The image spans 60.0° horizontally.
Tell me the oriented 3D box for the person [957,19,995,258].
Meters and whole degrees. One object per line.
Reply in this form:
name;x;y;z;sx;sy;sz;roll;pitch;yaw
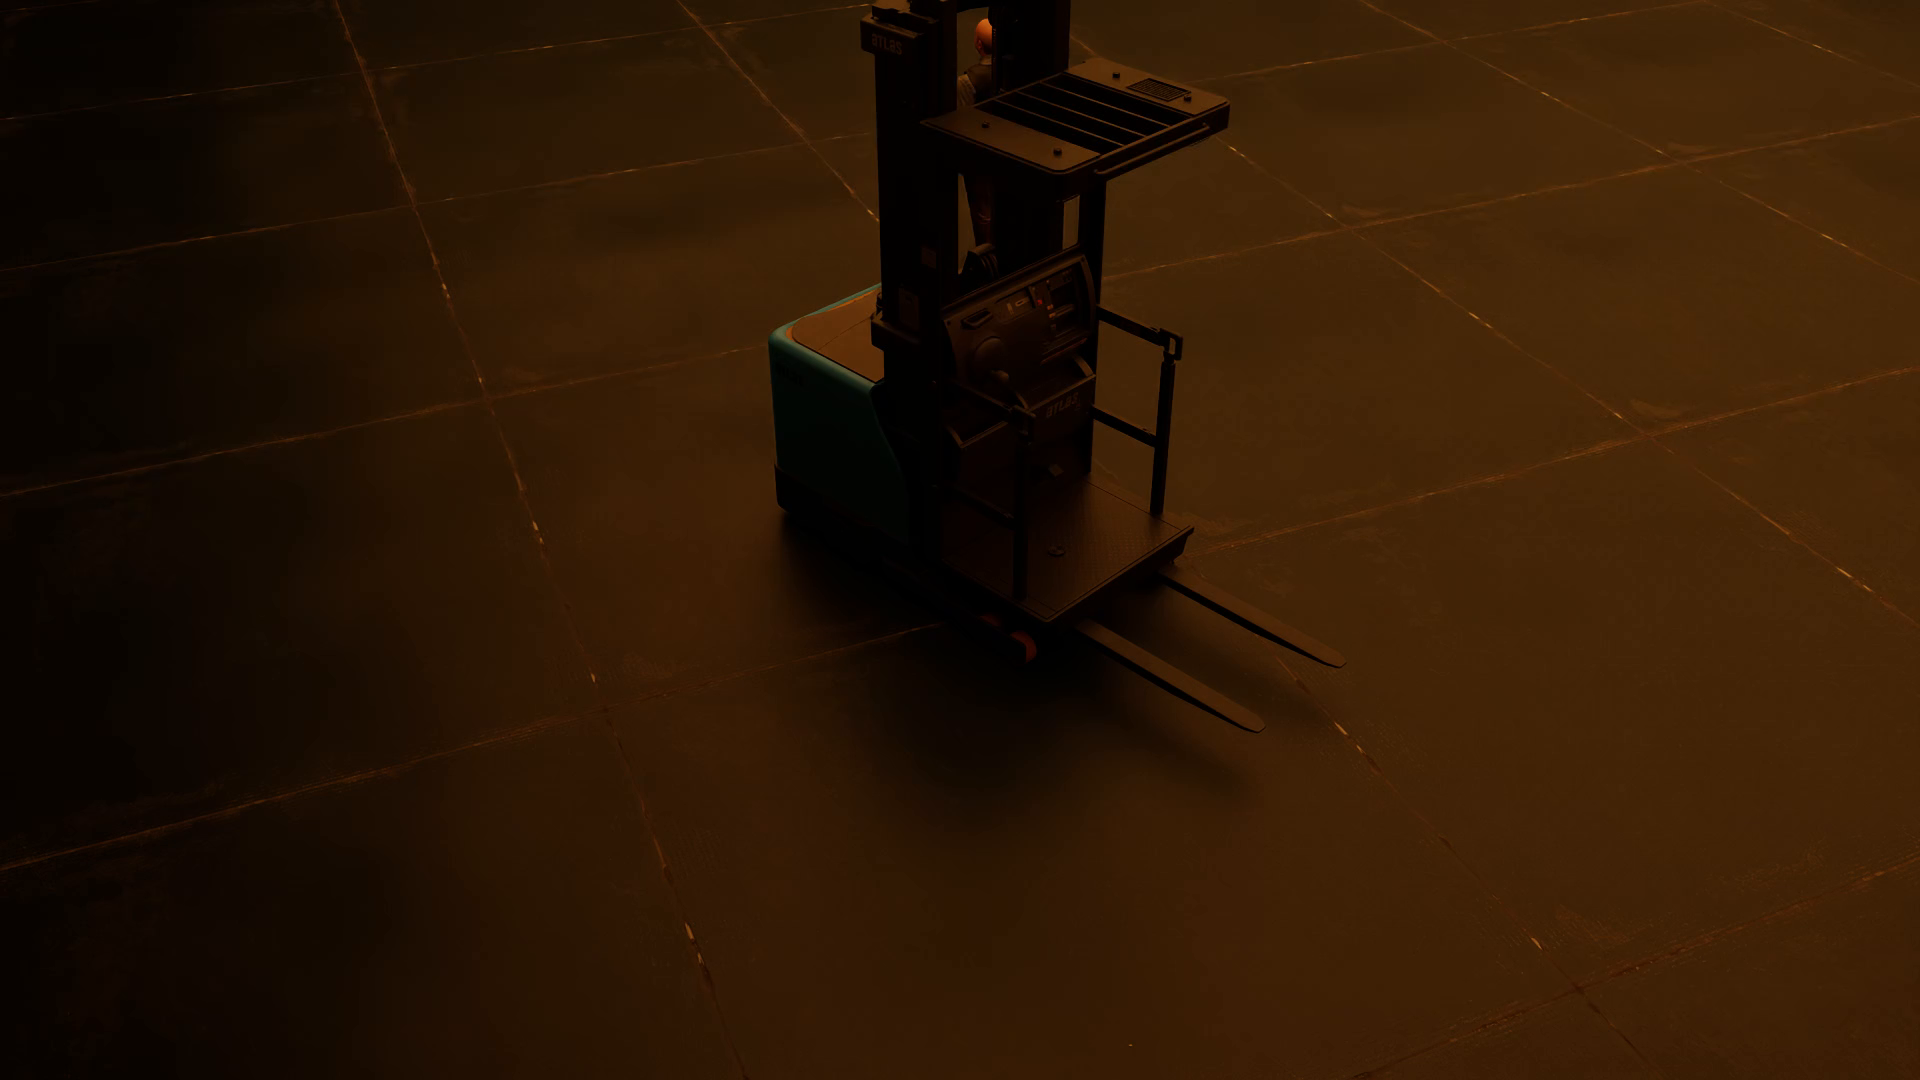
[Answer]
person;0.178;-2.527;10.683;0.632;1.720;0.568;-13;37;-18

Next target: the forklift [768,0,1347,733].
forklift;0.432;-0.946;7.429;3.031;2.935;1.130;30;45;35
